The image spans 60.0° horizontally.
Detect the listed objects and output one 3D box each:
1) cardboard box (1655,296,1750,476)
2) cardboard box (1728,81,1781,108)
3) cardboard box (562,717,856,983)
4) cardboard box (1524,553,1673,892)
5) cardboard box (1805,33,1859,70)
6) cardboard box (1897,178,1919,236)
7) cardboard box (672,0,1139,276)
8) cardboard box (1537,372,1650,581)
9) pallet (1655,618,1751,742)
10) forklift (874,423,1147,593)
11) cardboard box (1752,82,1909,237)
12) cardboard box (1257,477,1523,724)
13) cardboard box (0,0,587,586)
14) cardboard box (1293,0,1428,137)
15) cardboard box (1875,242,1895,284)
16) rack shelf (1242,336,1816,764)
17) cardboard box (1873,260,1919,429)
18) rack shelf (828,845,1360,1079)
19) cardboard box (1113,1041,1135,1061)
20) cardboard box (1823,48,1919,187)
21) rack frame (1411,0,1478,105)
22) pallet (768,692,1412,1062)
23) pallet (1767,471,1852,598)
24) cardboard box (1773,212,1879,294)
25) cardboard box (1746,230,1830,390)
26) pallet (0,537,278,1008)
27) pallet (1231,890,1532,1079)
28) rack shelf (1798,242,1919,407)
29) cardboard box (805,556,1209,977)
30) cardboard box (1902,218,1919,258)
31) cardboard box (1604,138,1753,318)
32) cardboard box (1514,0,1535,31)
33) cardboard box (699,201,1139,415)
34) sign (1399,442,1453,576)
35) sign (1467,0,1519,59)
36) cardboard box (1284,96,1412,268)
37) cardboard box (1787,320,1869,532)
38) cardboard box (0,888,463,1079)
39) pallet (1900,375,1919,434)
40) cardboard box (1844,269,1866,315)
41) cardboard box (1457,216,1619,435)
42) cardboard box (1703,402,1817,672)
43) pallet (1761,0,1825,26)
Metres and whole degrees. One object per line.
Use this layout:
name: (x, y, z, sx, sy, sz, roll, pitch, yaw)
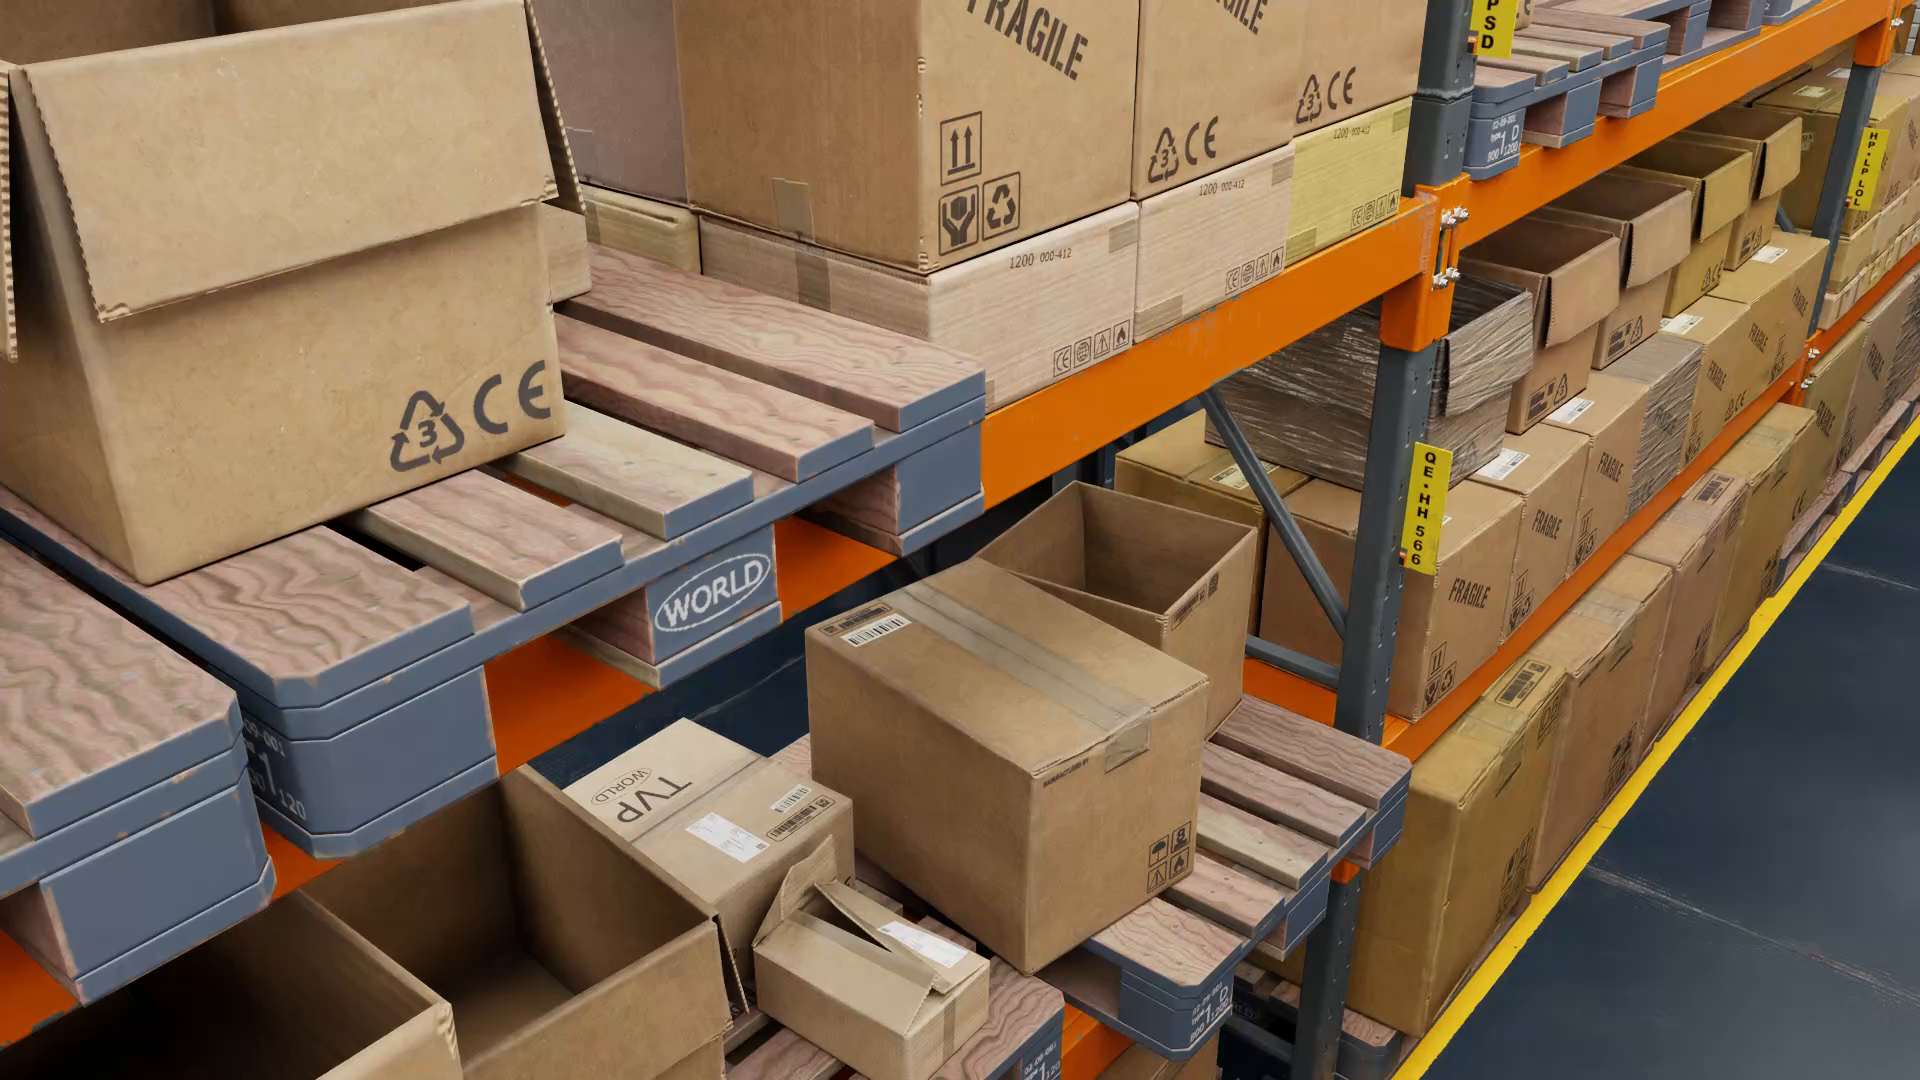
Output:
cardboard box: (2.488, -0.605, 6.046, 0.500, 0.500, 0.500, 20, 34, 34)
cardboard box: (3.308, -1.806, 7.501, 0.500, 0.500, 0.500, 22, 35, 36)
cardboard box: (-0.566, 0.659, 3.419, 0.500, 0.250, 0.500, 20, 33, 33)
cardboard box: (1.705, 0.456, 5.959, 1.225, 0.875, 0.875, 21, 34, 35)
cardboard box: (4.609, -2.529, 8.898, 0.500, 0.500, 0.500, 20, 33, 33)
cardboard box: (4.368, -1.682, 8.077, 0.500, 0.250, 0.500, 22, 34, 36)
cardboard box: (-0.078, -0.749, 2.516, 0.500, 0.500, 0.500, 21, 34, 35)
cardboard box: (1.846, -0.252, 5.364, 0.500, 0.500, 0.500, 20, 33, 34)
pallet: (2.789, 0.367, 7.310, 1.003, 0.211, 1.213, 21, 34, 34)
forklift: (0.231, -1.036, 7.062, 1.130, 2.935, 3.031, -10, 29, -19)
cardboard box: (3.723, -1.660, 7.218, 0.500, 0.500, 0.500, 21, 34, 34)
cardboard box: (1.196, 0.114, 4.656, 0.500, 0.500, 0.500, 22, 35, 36)
cardboard box: (-0.893, -0.367, 1.861, 0.797, 0.503, 0.637, 22, 35, 36)
cardboard box: (0.567, -1.105, 3.204, 0.500, 0.500, 0.500, 22, 34, 36)
cardboard box: (4.166, -1.343, 7.855, 0.380, 0.149, 0.250, 20, 33, 33)
rack shelf: (1.949, -0.138, 6.035, 1.077, 0.370, 4.000, 21, 34, 34)
cardboard box: (4.842, -1.255, 9.266, 0.875, 0.875, 0.875, 21, 34, 34)
rack shelf: (-0.595, 1.280, 3.294, 1.077, 0.370, 4.000, 21, 34, 34)
cardboard box: (0.274, 1.080, 4.324, 0.500, 0.250, 0.500, 22, 35, 36)
cardboard box: (4.370, -2.019, 7.911, 0.500, 0.500, 0.500, 20, 33, 33)
rack frame: (0.677, -2.413, 3.121, 1.000, 3.000, 0.127, 21, 34, 34)
pallet: (0.306, 0.620, 3.995, 1.213, 0.211, 1.003, 21, 34, 34)
pallet: (3.766, -0.175, 8.358, 1.003, 0.211, 1.213, 21, 34, 34)
cardboard box: (3.722, -1.322, 7.381, 0.500, 0.250, 0.500, 20, 33, 34)
cardboard box: (3.135, -0.965, 6.743, 0.500, 0.500, 0.500, 21, 34, 35)
pallet: (-1.392, 0.233, 1.475, 1.213, 0.211, 1.003, 21, 34, 34)
pallet: (1.237, 1.233, 5.638, 1.003, 0.211, 1.213, 21, 34, 34)
rack shelf: (4.494, -1.556, 8.777, 1.077, 0.370, 4.000, 21, 34, 34)
cardboard box: (0.087, 0.451, 3.548, 0.500, 0.500, 0.700, -22, 35, -36)
cardboard box: (4.490, -1.522, 8.202, 0.380, 0.149, 0.250, 21, 34, 35)
cardboard box: (2.376, -1.188, 6.081, 0.797, 0.503, 0.637, 21, 34, 35)
cardboard box: (1.010, -1.551, 4.149, 0.797, 0.503, 0.637, 23, 35, 37)
cardboard box: (-0.063, -0.417, 2.690, 0.500, 0.250, 0.500, 22, 34, 36)
sign: (1.102, -0.072, 3.951, 0.100, 0.325, 0.005, 21, 34, 34)
sign: (1.095, -1.151, 3.383, 0.100, 0.325, 0.005, 21, 34, 34)
cardboard box: (0.564, -0.774, 3.380, 0.500, 0.250, 0.500, 21, 34, 35)
cardboard box: (3.703, -0.620, 8.040, 0.875, 0.875, 0.875, 21, 34, 34)
cardboard box: (-1.254, 0.976, 1.989, 1.000, 1.000, 1.000, 21, 34, 35)
pallet: (5.318, -1.040, 10.031, 1.003, 0.211, 1.213, 21, 34, 34)
cardboard box: (3.833, -1.156, 7.493, 0.380, 0.149, 0.250, 19, 33, 33)
cardboard box: (1.571, -0.723, 5.183, 0.797, 0.503, 0.637, 22, 34, 36)
cardboard box: (2.830, -0.177, 7.183, 1.225, 0.875, 0.875, 21, 34, 35)
pallet: (2.676, -2.075, 5.939, 0.805, 0.209, 1.217, 19, 33, 32)
